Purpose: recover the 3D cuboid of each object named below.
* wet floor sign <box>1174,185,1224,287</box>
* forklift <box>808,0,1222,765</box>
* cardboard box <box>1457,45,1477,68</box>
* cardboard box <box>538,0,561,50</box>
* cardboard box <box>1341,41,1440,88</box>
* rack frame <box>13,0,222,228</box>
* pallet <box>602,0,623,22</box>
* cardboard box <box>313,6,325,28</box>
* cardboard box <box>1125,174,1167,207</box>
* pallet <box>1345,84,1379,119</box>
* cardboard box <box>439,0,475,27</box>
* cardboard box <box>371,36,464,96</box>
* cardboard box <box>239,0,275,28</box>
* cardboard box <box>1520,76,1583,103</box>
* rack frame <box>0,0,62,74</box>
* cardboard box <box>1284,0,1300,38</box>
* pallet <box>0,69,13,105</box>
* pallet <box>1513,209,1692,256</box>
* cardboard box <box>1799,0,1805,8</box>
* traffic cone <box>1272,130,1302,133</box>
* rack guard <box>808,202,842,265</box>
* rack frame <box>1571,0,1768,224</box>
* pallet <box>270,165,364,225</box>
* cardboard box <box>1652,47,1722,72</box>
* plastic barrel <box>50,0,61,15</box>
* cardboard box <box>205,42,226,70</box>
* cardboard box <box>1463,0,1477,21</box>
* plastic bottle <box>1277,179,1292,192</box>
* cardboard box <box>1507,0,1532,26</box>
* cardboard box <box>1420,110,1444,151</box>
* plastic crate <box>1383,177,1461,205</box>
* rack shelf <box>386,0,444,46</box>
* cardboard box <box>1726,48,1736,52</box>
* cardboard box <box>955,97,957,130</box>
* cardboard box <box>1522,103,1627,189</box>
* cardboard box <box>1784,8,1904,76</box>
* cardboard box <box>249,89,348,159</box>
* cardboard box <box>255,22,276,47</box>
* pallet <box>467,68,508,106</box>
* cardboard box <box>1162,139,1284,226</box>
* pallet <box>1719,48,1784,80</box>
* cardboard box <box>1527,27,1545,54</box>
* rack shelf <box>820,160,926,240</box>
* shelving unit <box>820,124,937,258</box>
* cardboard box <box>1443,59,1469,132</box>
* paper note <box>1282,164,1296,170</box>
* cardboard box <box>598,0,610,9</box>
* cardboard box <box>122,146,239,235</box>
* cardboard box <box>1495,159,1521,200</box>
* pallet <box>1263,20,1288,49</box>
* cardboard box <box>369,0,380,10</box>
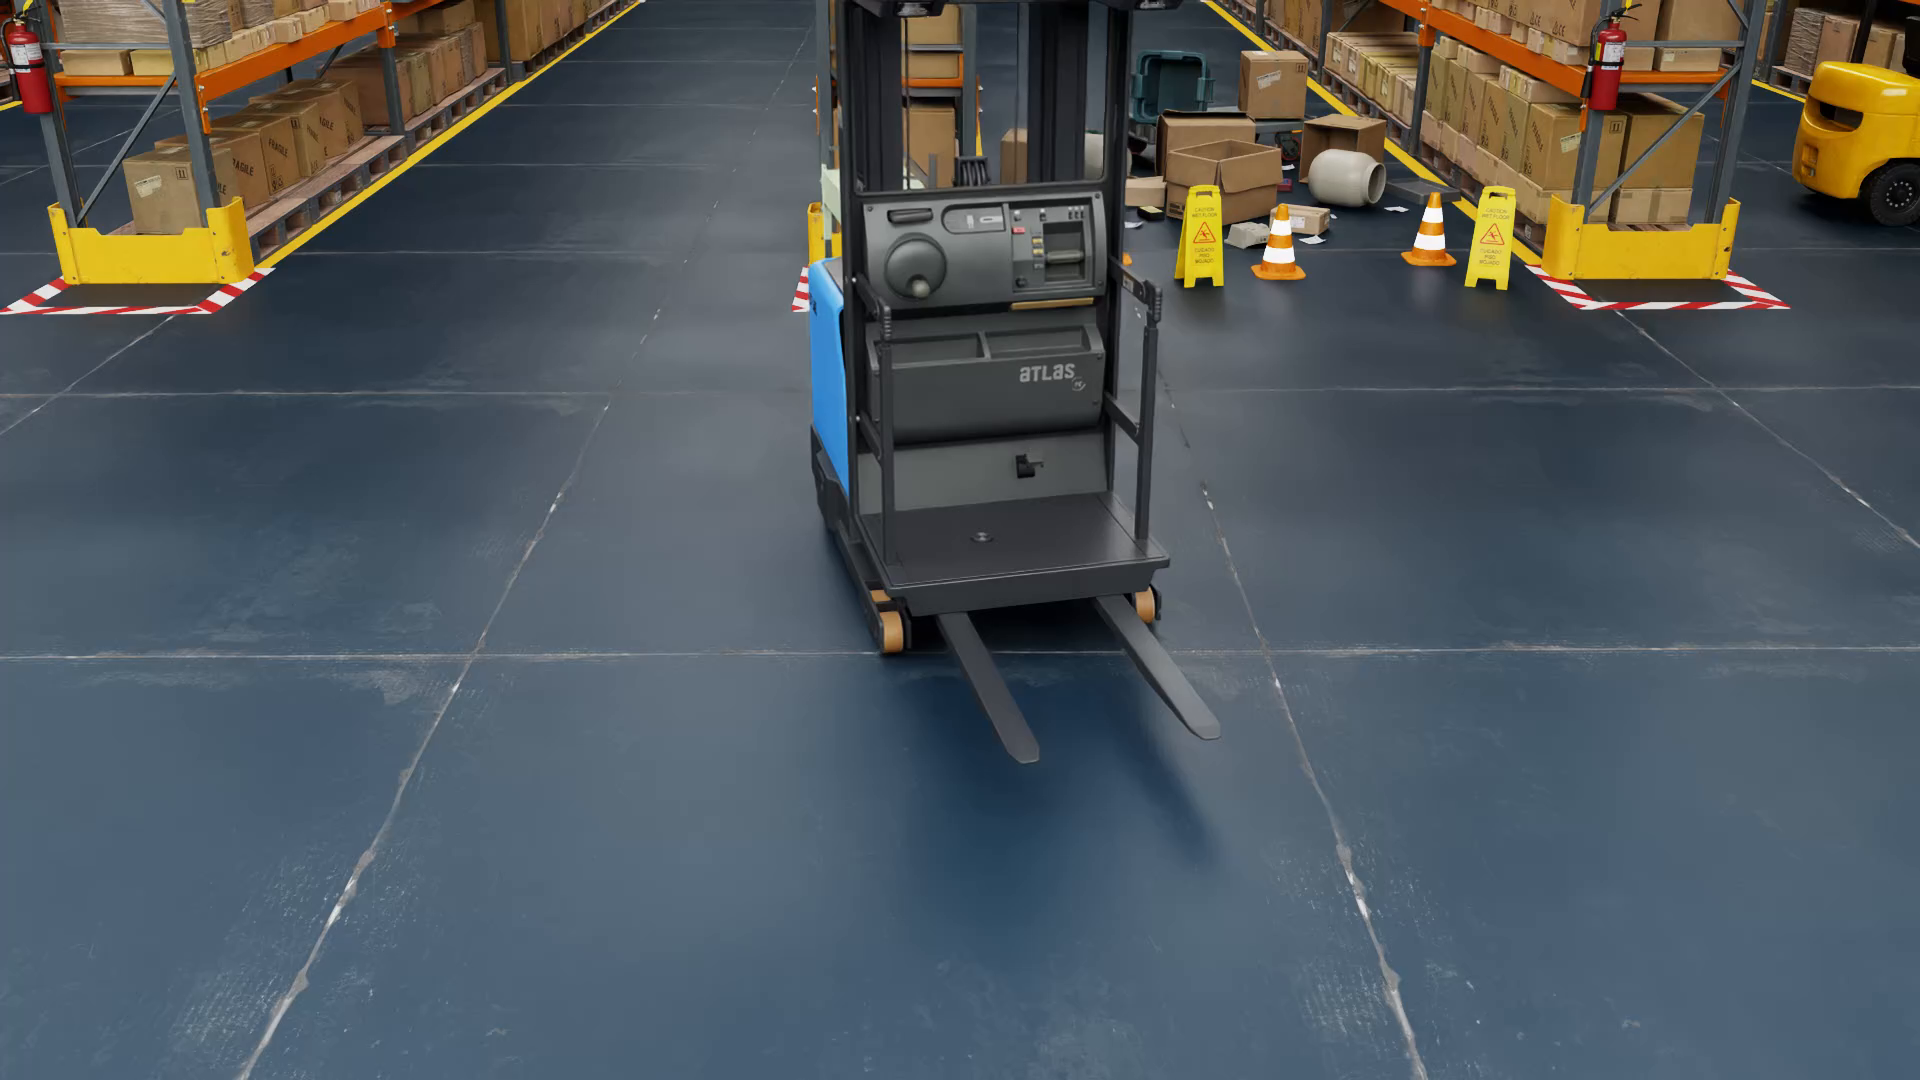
[{"bbox_3d":[1.583,-2.005,10.900,0.267,0.644,0.232,-4,25,-10],"label":"wet floor sign"},{"bbox_3d":[0.153,-1.076,6.073,1.130,2.935,3.031,-6,25,-12],"label":"forklift"},{"bbox_3d":[4.193,-3.861,13.276,0.380,0.149,0.250,1,24,1],"label":"cardboard box"},{"bbox_3d":[-5.434,-6.271,19.545,1.225,0.875,0.875,0,24,0],"label":"cardboard box"},{"bbox_3d":[4.476,-4.898,17.119,0.950,0.372,0.625,-1,24,-2],"label":"cardboard box"},{"bbox_3d":[-5.358,-3.100,10.464,1.000,3.000,0.127,0,24,-1],"label":"rack frame"},{"bbox_3d":[-5.435,-7.592,23.780,1.003,0.211,1.213,0,24,-1],"label":"pallet"},{"bbox_3d":[-5.141,-4.031,12.828,0.380,0.149,0.250,0,24,-1],"label":"cardboard box"},{"bbox_3d":[1.419,-2.783,13.081,0.396,0.266,0.258,4,25,9],"label":"cardboard box"},{"bbox_3d":[4.481,-4.347,16.605,1.003,0.211,1.213,0,24,-1],"label":"pallet"},{"bbox_3d":[-5.408,-5.524,17.412,0.500,0.250,0.500,1,24,2],"label":"cardboard box"},{"bbox_3d":[-5.386,-4.720,16.545,0.700,0.500,0.500,2,24,4],"label":"cardboard box"},{"bbox_3d":[-5.424,-3.919,11.794,0.875,0.500,0.500,0,24,-1],"label":"cardboard box"},{"bbox_3d":[4.211,-3.200,11.815,0.380,0.149,0.250,0,24,1],"label":"cardboard box"},{"bbox_3d":[-10.398,-6.374,17.703,1.000,3.000,0.127,0,24,-1],"label":"rack frame"},{"bbox_3d":[4.525,-6.685,20.460,0.875,0.875,0.875,0,24,1],"label":"cardboard box"},{"bbox_3d":[-10.428,-4.784,17.572,1.003,0.211,1.213,0,24,-1],"label":"pallet"},{"bbox_3d":[4.577,-2.240,11.947,1.003,0.211,1.213,0,24,-1],"label":"pallet"},{"bbox_3d":[9.757,-6.139,18.919,0.380,0.149,0.250,0,24,1],"label":"cardboard box"},{"bbox_3d":[3.094,-4.141,15.845,0.336,0.463,0.334,0,24,-1],"label":"traffic cone"},{"bbox_3d":[-0.397,-1.932,10.914,1.175,0.500,0.348,0,24,-1],"label":"rack guard"},{"bbox_3d":[4.551,-3.144,10.562,1.000,3.000,0.127,0,24,-1],"label":"rack frame"},{"bbox_3d":[-5.343,-2.697,12.957,1.003,0.211,1.213,0,24,-1],"label":"pallet"},{"bbox_3d":[4.755,-3.171,10.926,0.380,0.149,0.250,0,24,0],"label":"cardboard box"},{"bbox_3d":[-10.433,-6.134,19.588,0.600,0.588,0.708,0,24,-1],"label":"plastic barrel"},{"bbox_3d":[-5.106,-3.207,11.006,0.380,0.149,0.250,0,24,-1],"label":"cardboard box"},{"bbox_3d":[4.246,-4.232,13.271,0.380,0.149,0.250,0,24,1],"label":"cardboard box"},{"bbox_3d":[2.646,-2.914,13.618,0.133,0.061,0.283,4,25,9],"label":"plastic bottle"},{"bbox_3d":[4.267,-3.960,11.884,0.500,0.500,0.500,0,24,-1],"label":"cardboard box"},{"bbox_3d":[4.244,-3.487,14.147,0.500,0.250,0.500,-1,24,-3],"label":"cardboard box"},{"bbox_3d":[3.705,-2.812,13.370,0.402,0.080,0.583,-9,26,-19],"label":"plastic crate"},{"bbox_3d":[-5.424,-5.244,16.079,1.077,0.370,4.000,0,24,-1],"label":"rack shelf"},{"bbox_3d":[9.213,-5.897,19.172,0.500,0.500,0.500,-1,24,-1],"label":"cardboard box"},{"bbox_3d":[-0.538,-4.150,15.007,1.050,0.750,0.750,0,24,-1],"label":"cardboard box"},{"bbox_3d":[4.282,-2.754,11.615,0.500,0.500,0.500,0,24,0],"label":"cardboard box"},{"bbox_3d":[9.420,-5.317,17.738,0.875,0.625,0.625,1,24,1],"label":"cardboard box"},{"bbox_3d":[-5.424,-3.400,13.650,0.500,0.500,0.500,8,25,16],"label":"cardboard box"},{"bbox_3d":[-5.143,-3.619,11.917,0.380,0.149,0.250,0,24,-1],"label":"cardboard box"},{"bbox_3d":[-5.438,-4.804,17.615,1.003,0.211,1.213,0,24,-1],"label":"pallet"},{"bbox_3d":[2.001,-2.719,12.652,0.797,0.503,0.637,-19,31,-36],"label":"cardboard box"},{"bbox_3d":[9.457,-5.502,19.159,1.003,0.211,1.213,0,24,-1],"label":"pallet"},{"bbox_3d":[4.205,-3.499,11.651,0.380,0.149,0.250,0,24,0],"label":"cardboard box"},{"bbox_3d":[-0.389,-1.532,7.871,0.431,0.370,0.720,-6,25,-12],"label":"rack shelf"},{"bbox_3d":[-0.389,-1.177,8.032,0.431,1.500,0.755,-6,25,-12],"label":"shelving unit"},{"bbox_3d":[4.262,-3.608,13.504,0.500,0.500,0.500,1,24,2],"label":"cardboard box"},{"bbox_3d":[2.807,-3.214,14.319,0.148,0.019,0.142,0,24,-1],"label":"paper note"},{"bbox_3d":[-5.426,-7.911,23.170,0.875,0.875,0.875,0,24,-1],"label":"cardboard box"},{"bbox_3d":[-5.348,-2.410,11.462,0.500,0.500,0.500,4,25,9],"label":"cardboard box"},{"bbox_3d":[4.276,-2.628,12.248,0.500,0.250,0.500,0,24,0],"label":"cardboard box"},{"bbox_3d":[4.504,-6.501,21.368,1.003,0.211,1.213,0,24,-1],"label":"pallet"},{"bbox_3d":[-5.106,-4.546,13.967,0.380,0.149,0.250,0,24,-1],"label":"cardboard box"}]
